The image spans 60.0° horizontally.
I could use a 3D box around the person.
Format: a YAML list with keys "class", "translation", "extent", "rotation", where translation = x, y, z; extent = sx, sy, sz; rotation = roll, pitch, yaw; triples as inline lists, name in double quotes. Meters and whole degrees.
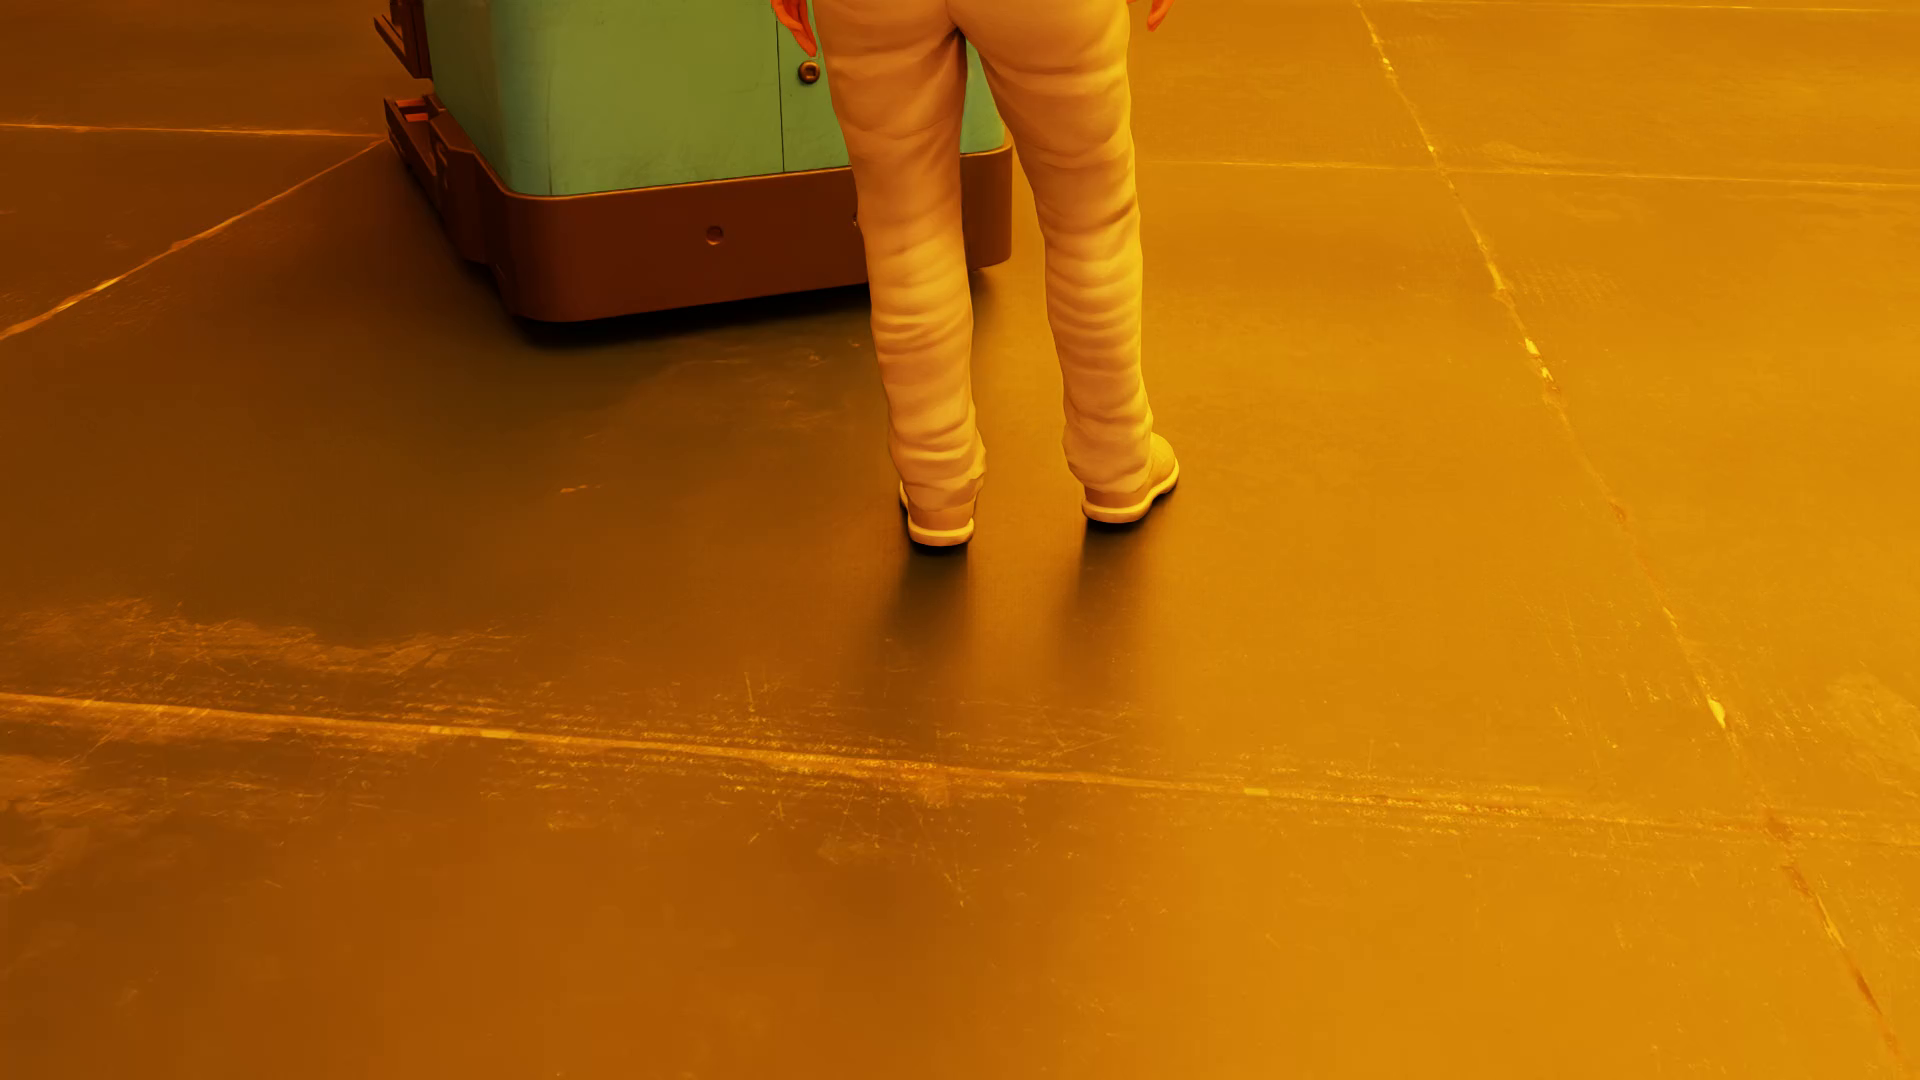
- class: "person"
  translation: [0.033, -0.784, 2.190]
  extent: [0.598, 1.670, 0.529]
  rotation: [3, 27, 7]

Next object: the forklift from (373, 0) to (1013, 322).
- class: "forklift"
  translation: [-0.948, -2.359, 3.945]
  extent: [1.130, 2.935, 3.031]
  rotation: [-11, 29, -21]
